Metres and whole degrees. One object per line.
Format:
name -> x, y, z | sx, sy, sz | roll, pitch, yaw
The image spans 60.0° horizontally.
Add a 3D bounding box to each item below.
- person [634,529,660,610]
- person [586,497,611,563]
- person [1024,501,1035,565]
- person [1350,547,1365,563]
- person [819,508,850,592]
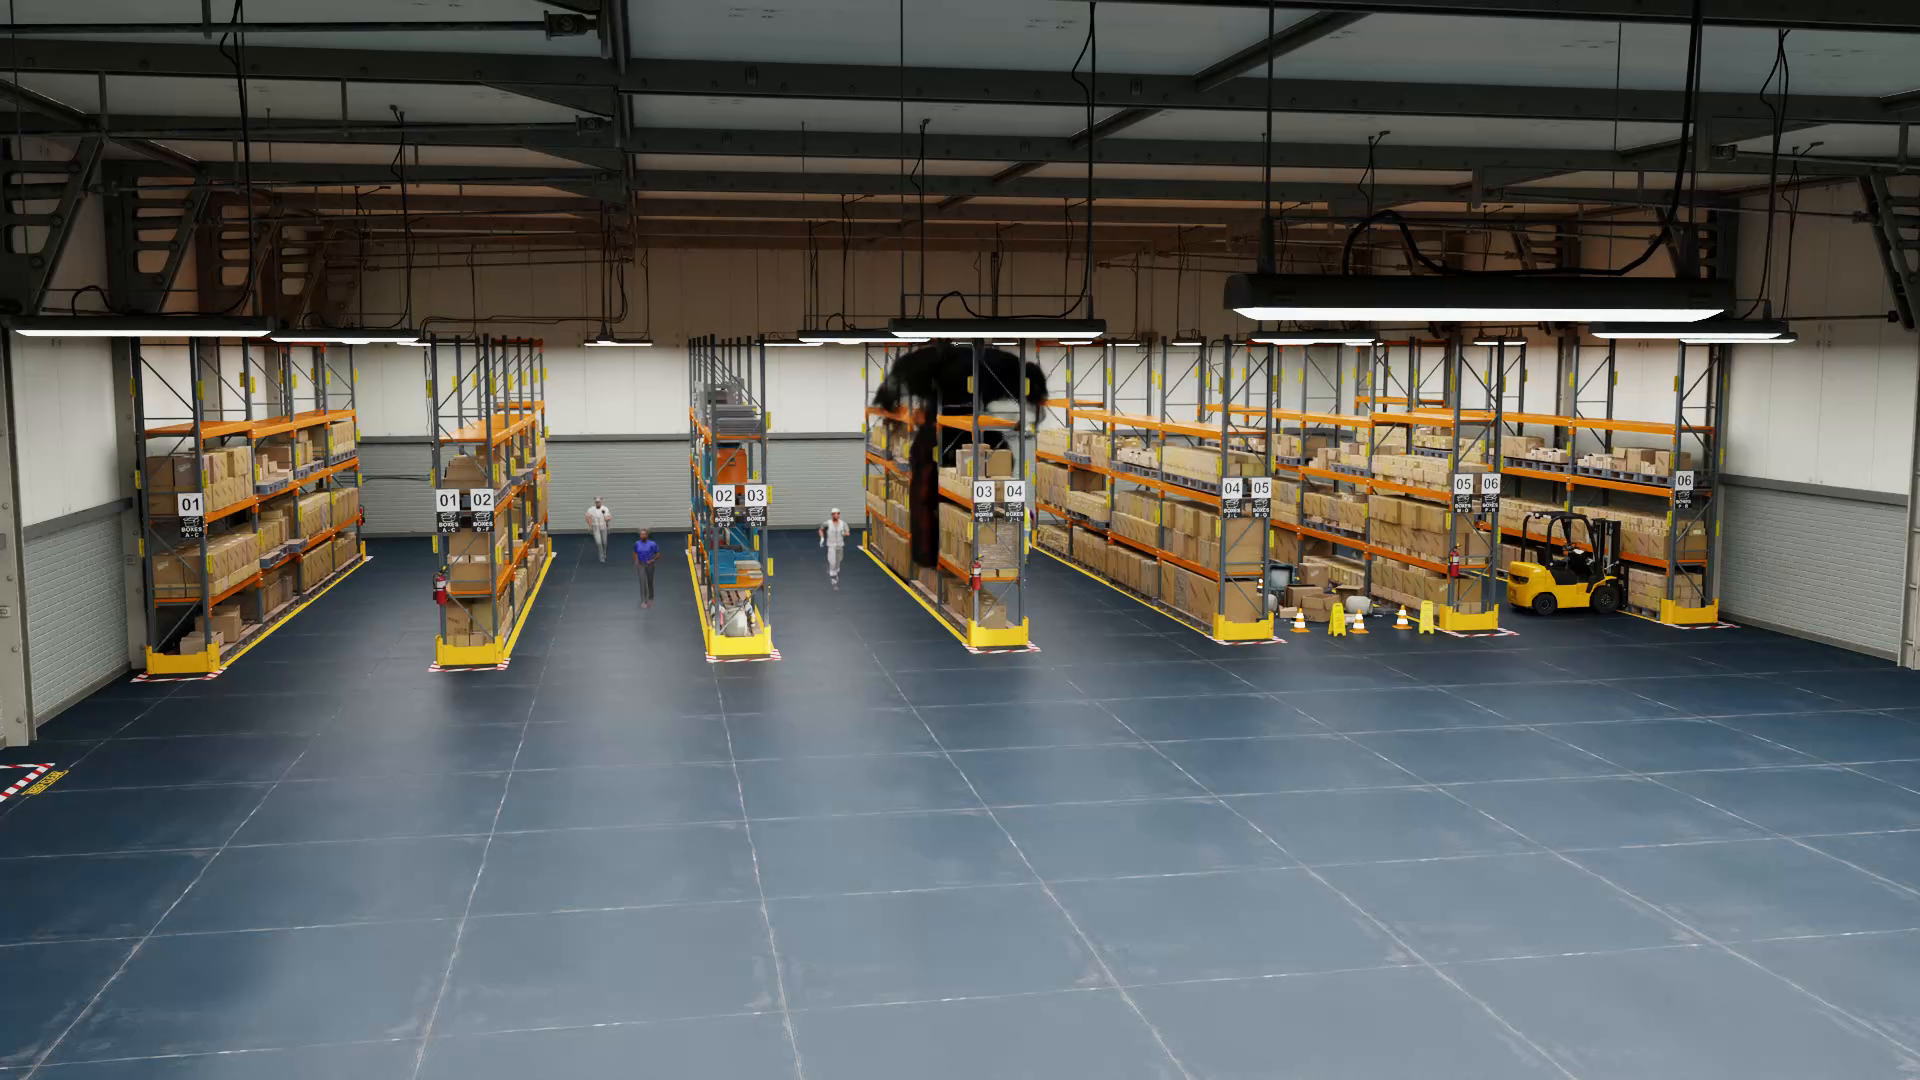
person -> -6.576, 0.608, 34.890 | 0.573, 1.696, 0.771 | 0, 7, -1
person -> -9.775, -0.291, 45.052 | 0.659, 1.799, 0.888 | -2, 7, -18
person -> 1.697, -0.235, 44.560 | 0.713, 1.736, 0.897 | -1, 7, -8
person -> 10.238, -0.004, 42.660 | 0.587, 1.661, 0.631 | -1, 7, -10
person -> -2.836, 0.200, 37.826 | 0.656, 1.861, 0.789 | -3, 7, -21
